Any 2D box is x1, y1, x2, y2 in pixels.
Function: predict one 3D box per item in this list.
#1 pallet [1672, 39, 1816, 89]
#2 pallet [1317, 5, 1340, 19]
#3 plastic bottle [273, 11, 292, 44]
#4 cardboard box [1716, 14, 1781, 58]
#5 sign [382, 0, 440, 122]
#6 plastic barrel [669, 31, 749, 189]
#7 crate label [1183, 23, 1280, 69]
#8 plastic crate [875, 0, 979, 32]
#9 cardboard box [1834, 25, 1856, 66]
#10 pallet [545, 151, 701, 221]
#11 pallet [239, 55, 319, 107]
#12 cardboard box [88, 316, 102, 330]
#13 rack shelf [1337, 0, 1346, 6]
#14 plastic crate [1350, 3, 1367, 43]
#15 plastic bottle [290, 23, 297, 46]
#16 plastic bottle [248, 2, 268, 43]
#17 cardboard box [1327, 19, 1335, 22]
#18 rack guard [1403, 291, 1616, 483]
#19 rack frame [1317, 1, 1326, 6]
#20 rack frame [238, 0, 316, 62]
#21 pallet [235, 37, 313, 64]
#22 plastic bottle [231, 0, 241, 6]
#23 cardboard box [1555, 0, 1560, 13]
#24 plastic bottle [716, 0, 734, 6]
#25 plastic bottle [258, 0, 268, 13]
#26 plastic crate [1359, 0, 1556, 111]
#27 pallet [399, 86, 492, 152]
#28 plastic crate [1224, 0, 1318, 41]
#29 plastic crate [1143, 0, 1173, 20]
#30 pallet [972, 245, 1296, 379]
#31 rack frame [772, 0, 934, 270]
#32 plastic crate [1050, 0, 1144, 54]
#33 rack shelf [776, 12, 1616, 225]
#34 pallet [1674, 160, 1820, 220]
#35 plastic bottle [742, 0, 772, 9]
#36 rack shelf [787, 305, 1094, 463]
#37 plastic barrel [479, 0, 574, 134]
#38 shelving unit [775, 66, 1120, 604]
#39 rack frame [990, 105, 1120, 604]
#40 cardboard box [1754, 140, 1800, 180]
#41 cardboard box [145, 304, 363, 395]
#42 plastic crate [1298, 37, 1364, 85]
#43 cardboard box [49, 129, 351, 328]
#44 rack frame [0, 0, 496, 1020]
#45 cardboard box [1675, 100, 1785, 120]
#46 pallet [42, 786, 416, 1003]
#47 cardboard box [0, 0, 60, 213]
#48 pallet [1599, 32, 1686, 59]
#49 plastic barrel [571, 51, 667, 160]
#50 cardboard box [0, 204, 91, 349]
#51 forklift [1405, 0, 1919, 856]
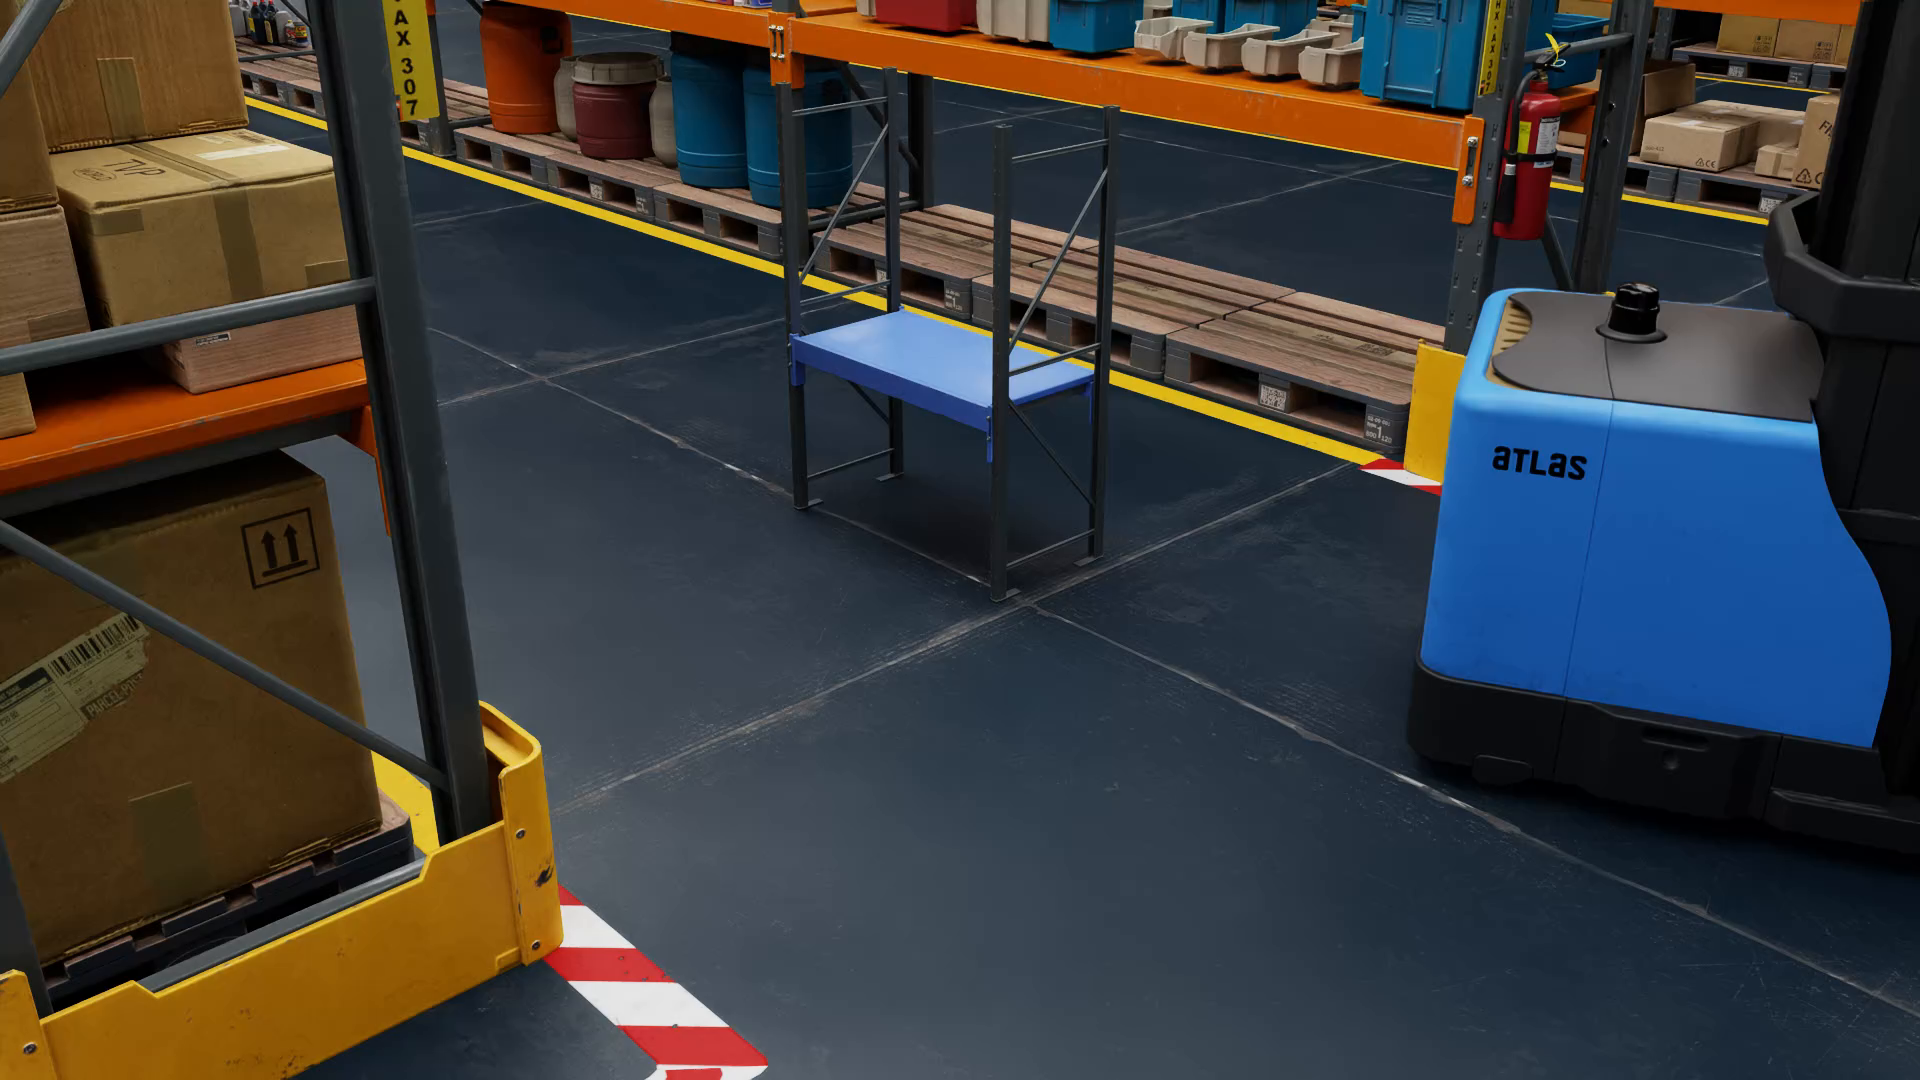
[{"bbox_3d":[7.145,-4.256,14.826,1.003,0.211,1.213,-21,32,-38],"label":"pallet"},{"bbox_3d":[4.432,-5.461,17.466,1.003,0.211,1.213,-21,32,-38],"label":"pallet"},{"bbox_3d":[-6.156,-4.663,15.109,0.152,0.276,0.135,-20,31,-37],"label":"plastic bottle"},{"bbox_3d":[7.118,-4.576,14.672,0.700,0.500,0.500,-21,32,-38],"label":"cardboard box"},{"bbox_3d":[-1.022,-0.936,3.049,0.100,0.325,0.005,-21,32,-38],"label":"sign"},{"bbox_3d":[-1.393,-2.588,9.831,0.600,0.901,0.708,-21,32,-38],"label":"plastic barrel"},{"bbox_3d":[1.099,-2.028,6.826,0.396,0.136,0.243,-21,32,-38],"label":"crate label"},{"bbox_3d":[-0.122,-2.682,7.866,0.402,0.464,0.583,-21,32,-38],"label":"plastic crate"},{"bbox_3d":[7.808,-4.267,13.994,0.700,0.500,0.500,-20,31,-37],"label":"cardboard box"},{"bbox_3d":[-1.885,-2.314,10.568,1.003,0.211,1.213,-21,32,-38],"label":"pallet"},{"bbox_3d":[-5.453,-3.895,14.035,1.003,0.211,1.213,-21,32,-38],"label":"pallet"},{"bbox_3d":[-1.785,-0.592,3.736,0.380,0.149,0.250,-22,33,-40],"label":"cardboard box"},{"bbox_3d":[1.702,-4.650,13.196,1.077,0.370,4.000,-21,32,-38],"label":"rack shelf"},{"bbox_3d":[1.806,-2.074,6.812,0.416,0.233,0.300,-21,32,-38],"label":"plastic crate"},{"bbox_3d":[-5.985,-4.570,14.994,0.097,0.201,0.097,0,25,0],"label":"plastic bottle"},{"bbox_3d":[-6.372,-4.707,15.116,0.144,0.351,0.185,-21,32,-38],"label":"plastic bottle"},{"bbox_3d":[2.916,-3.650,12.618,0.500,0.500,0.500,22,33,39],"label":"cardboard box"},{"bbox_3d":[2.210,-0.615,6.495,1.175,0.500,0.348,-21,32,-38],"label":"rack guard"},{"bbox_3d":[3.948,-6.990,17.457,1.000,3.000,0.127,-21,32,-38],"label":"rack frame"},{"bbox_3d":[-6.018,-5.391,13.953,1.000,3.000,0.127,-21,32,-38],"label":"rack frame"},{"bbox_3d":[-6.446,-4.338,15.004,1.003,0.211,1.213,-21,32,-38],"label":"pallet"},{"bbox_3d":[-6.813,-4.991,15.737,0.144,0.351,0.185,-20,31,-36],"label":"plastic bottle"},{"bbox_3d":[5.533,-5.419,16.099,0.750,0.750,0.750,-20,31,-37],"label":"cardboard box"},{"bbox_3d":[-1.246,-2.999,8.851,0.061,0.283,0.133,-21,32,-38],"label":"plastic bottle"},{"bbox_3d":[-6.395,-4.805,15.331,0.185,0.351,0.144,22,33,40],"label":"plastic bottle"},{"bbox_3d":[1.819,-1.847,6.070,0.616,0.435,0.499,-21,32,-38],"label":"plastic crate"},{"bbox_3d":[-3.785,-3.156,12.414,1.003,0.211,1.213,-21,32,-38],"label":"pallet"},{"bbox_3d":[1.356,-2.274,7.249,0.416,0.233,0.300,-21,32,-38],"label":"plastic crate"},{"bbox_3d":[0.860,-2.432,7.713,0.293,0.136,0.466,-21,32,-38],"label":"plastic crate"},{"bbox_3d":[0.819,-1.117,7.944,1.003,0.211,1.213,-21,32,-38],"label":"pallet"},{"bbox_3d":[-0.550,-2.967,8.640,1.000,3.000,0.127,-21,32,-38],"label":"rack frame"},{"bbox_3d":[0.593,-2.256,7.211,0.416,0.233,0.300,-21,32,-38],"label":"plastic crate"},{"bbox_3d":[0.817,-2.034,7.461,1.077,0.370,4.000,-21,32,-38],"label":"rack shelf"},{"bbox_3d":[5.205,-2.155,10.220,1.003,0.211,1.213,-21,32,-38],"label":"pallet"},{"bbox_3d":[-1.055,-2.939,8.727,0.152,0.276,0.135,-21,32,-38],"label":"plastic bottle"},{"bbox_3d":[-0.058,-0.545,5.570,0.538,0.185,1.000,-21,32,-38],"label":"rack shelf"},{"bbox_3d":[-2.937,-3.239,11.346,0.600,0.830,0.708,-21,32,-38],"label":"plastic barrel"},{"bbox_3d":[-0.058,-0.708,5.495,0.538,1.500,1.048,-21,32,-38],"label":"shelving unit"},{"bbox_3d":[0.289,-0.554,5.158,0.500,1.500,0.032,-21,32,-38],"label":"rack frame"},{"bbox_3d":[5.040,-2.314,10.091,0.380,0.166,0.250,-21,32,-38],"label":"cardboard box"},{"bbox_3d":[-1.433,-0.437,3.397,0.380,0.149,0.250,-21,32,-38],"label":"cardboard box"},{"bbox_3d":[1.495,-1.858,6.455,0.396,0.136,0.243,-21,32,-38],"label":"plastic crate"},{"bbox_3d":[-1.562,-0.639,3.360,0.500,0.250,0.500,-22,33,-40],"label":"cardboard box"},{"bbox_3d":[-1.431,-0.350,2.904,1.000,3.000,0.127,-21,32,-38],"label":"rack frame"},{"bbox_3d":[4.955,-2.657,10.743,0.500,0.250,0.500,-21,32,-38],"label":"cardboard box"},{"bbox_3d":[-2.035,0.698,3.965,1.003,0.211,1.213,-21,32,-38],"label":"pallet"},{"bbox_3d":[-1.956,-0.832,2.878,0.500,0.500,0.500,-21,32,-38],"label":"cardboard box"},{"bbox_3d":[6.100,-4.721,15.845,1.003,0.211,1.213,-21,32,-38],"label":"pallet"},{"bbox_3d":[-2.165,-2.788,10.646,0.600,0.588,0.708,-21,32,-38],"label":"plastic barrel"},{"bbox_3d":[-1.956,-0.489,3.030,0.500,0.250,0.500,-22,32,-39],"label":"cardboard box"},{"bbox_3d":[2.754,-0.690,3.730,3.031,2.935,1.130,9,26,19],"label":"forklift"}]
